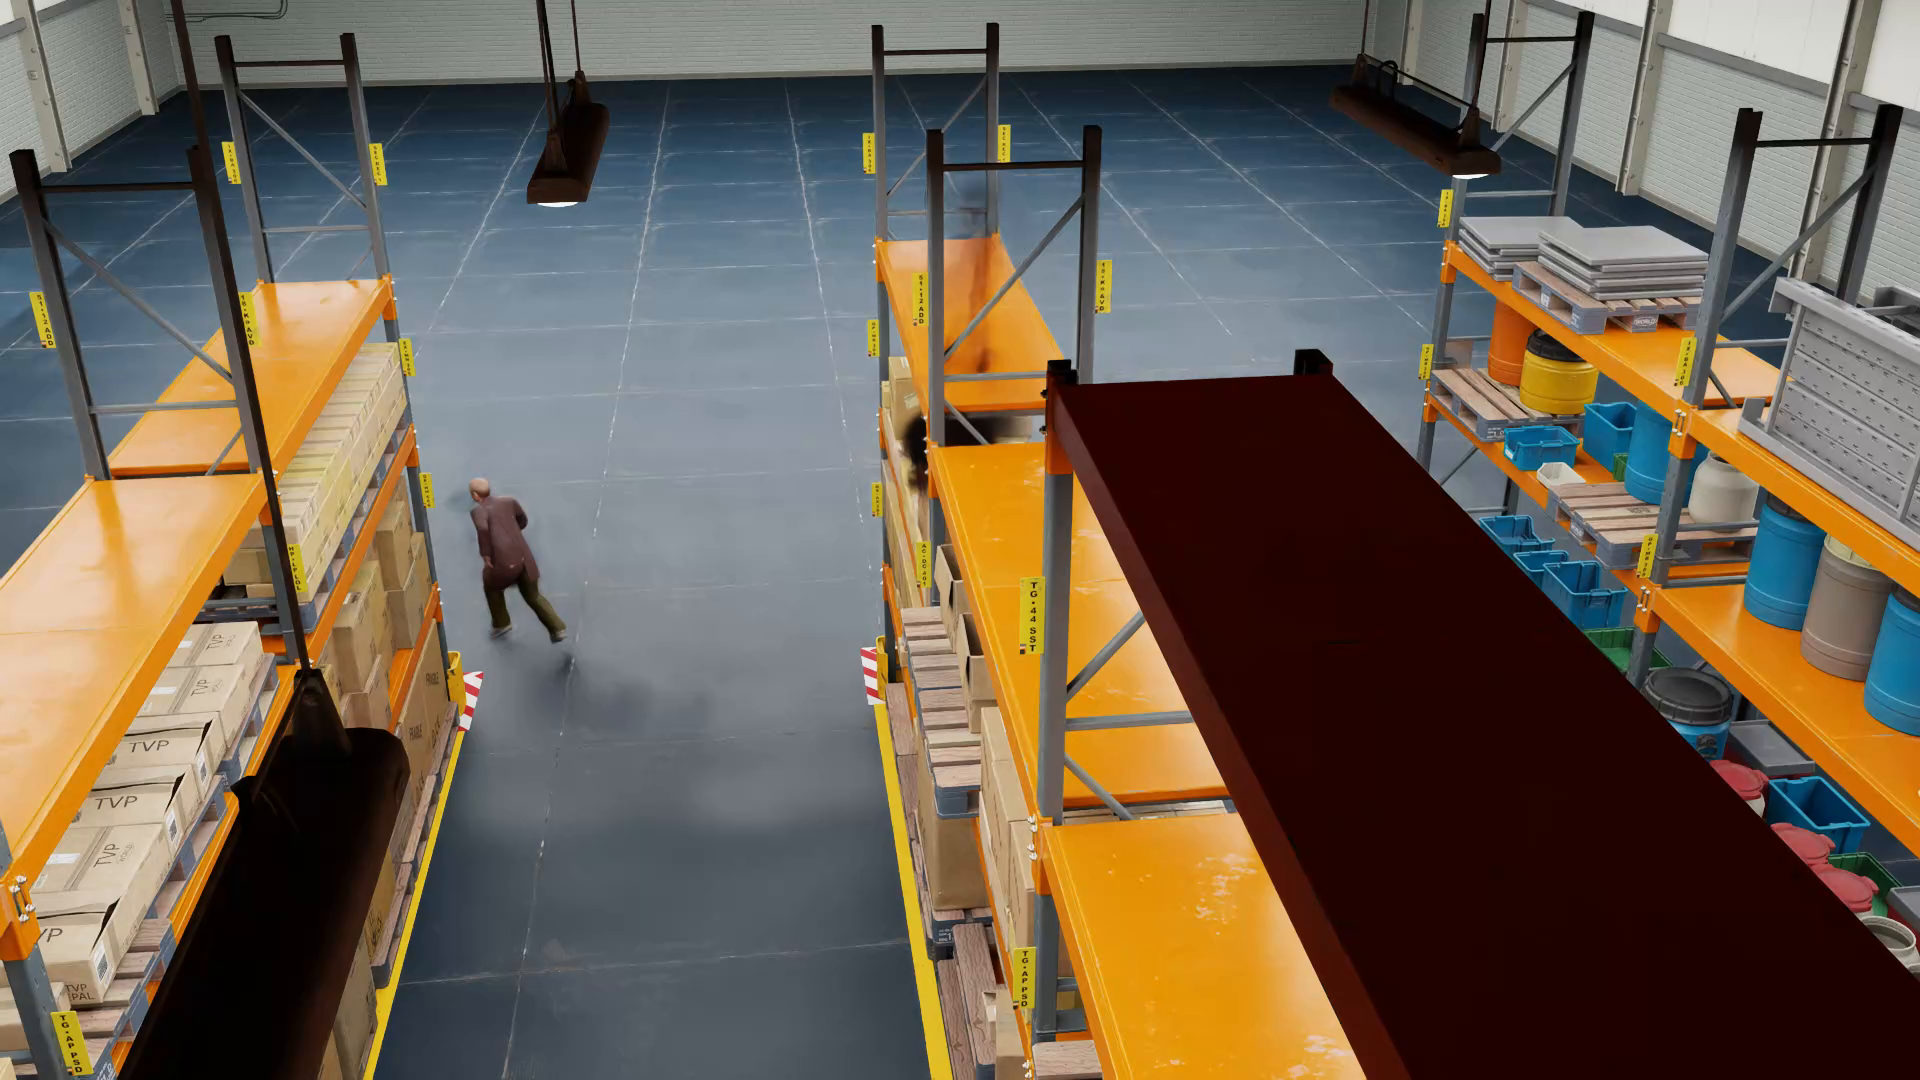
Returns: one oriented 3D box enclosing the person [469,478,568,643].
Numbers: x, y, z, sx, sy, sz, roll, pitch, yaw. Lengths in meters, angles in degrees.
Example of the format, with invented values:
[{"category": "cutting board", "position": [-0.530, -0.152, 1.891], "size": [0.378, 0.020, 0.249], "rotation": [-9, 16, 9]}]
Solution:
[{"category": "person", "position": [-4.247, 0.290, 15.992], "size": [1.049, 1.745, 0.753], "rotation": [14, 29, 26]}]
